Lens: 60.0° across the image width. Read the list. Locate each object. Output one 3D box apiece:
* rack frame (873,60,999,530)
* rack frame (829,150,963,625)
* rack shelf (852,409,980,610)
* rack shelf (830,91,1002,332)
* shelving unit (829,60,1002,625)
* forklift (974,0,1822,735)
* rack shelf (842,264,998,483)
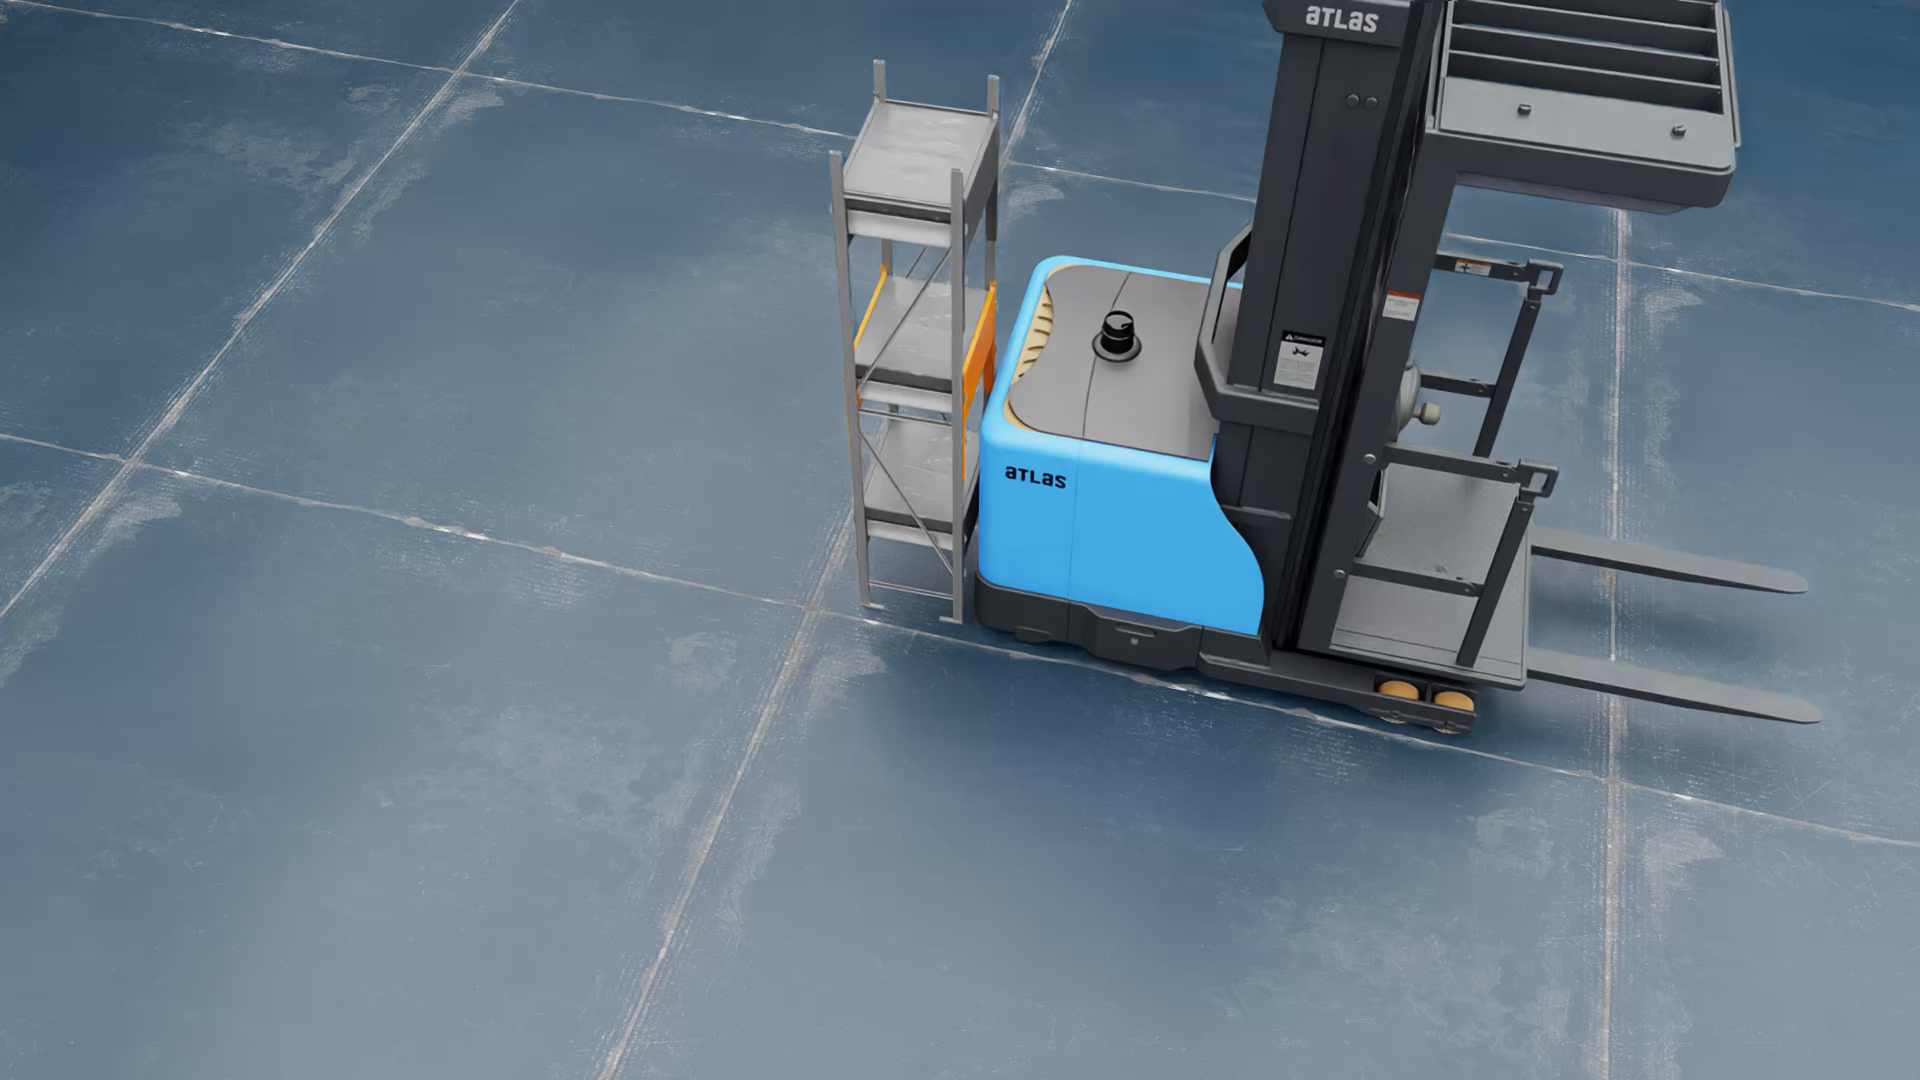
[{"bbox_3d":[-0.074,-0.765,5.944,0.400,2.100,0.015,10,49,9],"label":"rack frame"},{"bbox_3d":[-0.187,-0.409,5.630,0.400,2.100,0.015,10,49,9],"label":"rack frame"},{"bbox_3d":[-0.130,-0.115,6.322,0.431,0.518,0.480,10,49,9],"label":"rack shelf"},{"bbox_3d":[-0.131,-1.042,5.272,0.431,0.518,0.480,10,49,9],"label":"rack shelf"},{"bbox_3d":[-0.130,-0.587,5.787,0.431,2.100,0.503,10,49,9],"label":"shelving unit"},{"bbox_3d":[1.628,-0.709,5.340,3.031,2.935,1.130,11,49,9],"label":"forklift"},{"bbox_3d":[-0.130,-0.578,5.797,0.431,0.518,0.480,10,49,9],"label":"rack shelf"}]
